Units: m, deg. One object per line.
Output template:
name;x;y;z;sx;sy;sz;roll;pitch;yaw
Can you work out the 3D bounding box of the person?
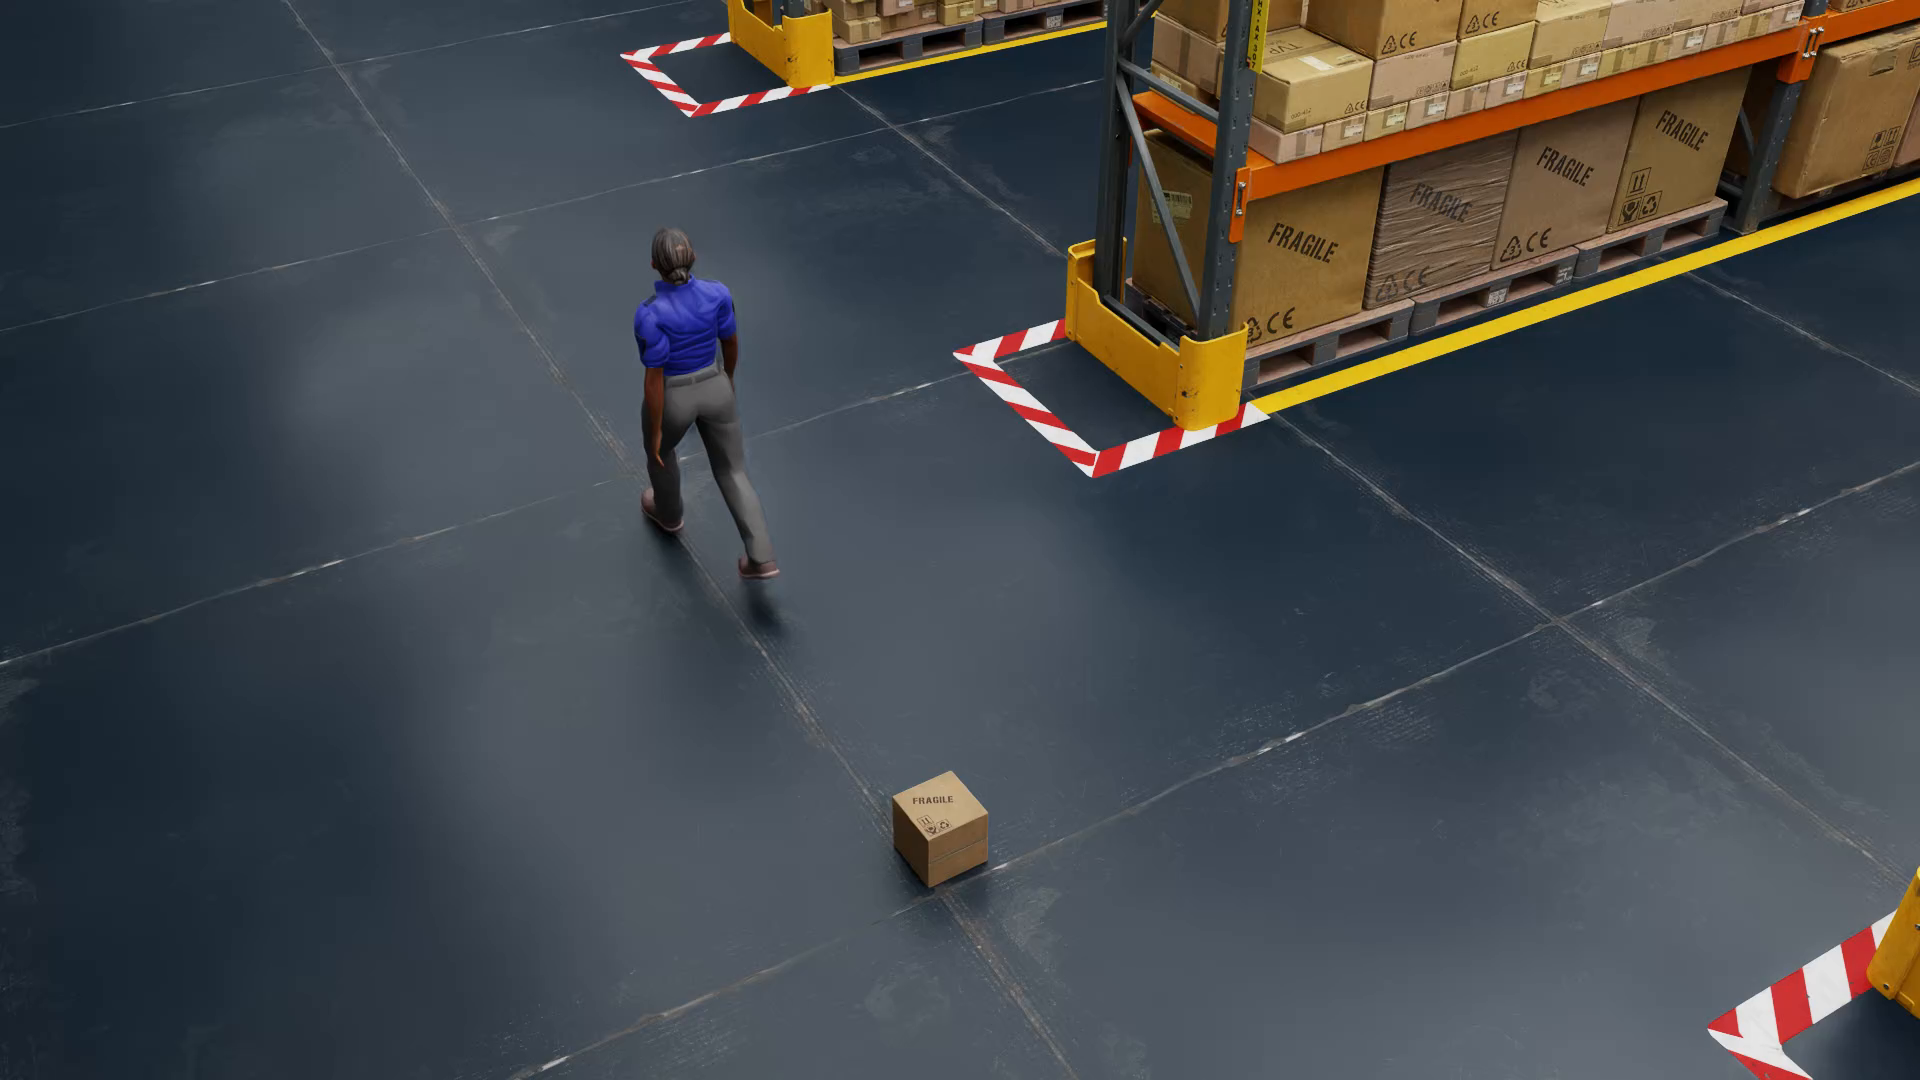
person;-1.112;-0.586;6.932;0.470;1.599;0.995;-18;41;-23
